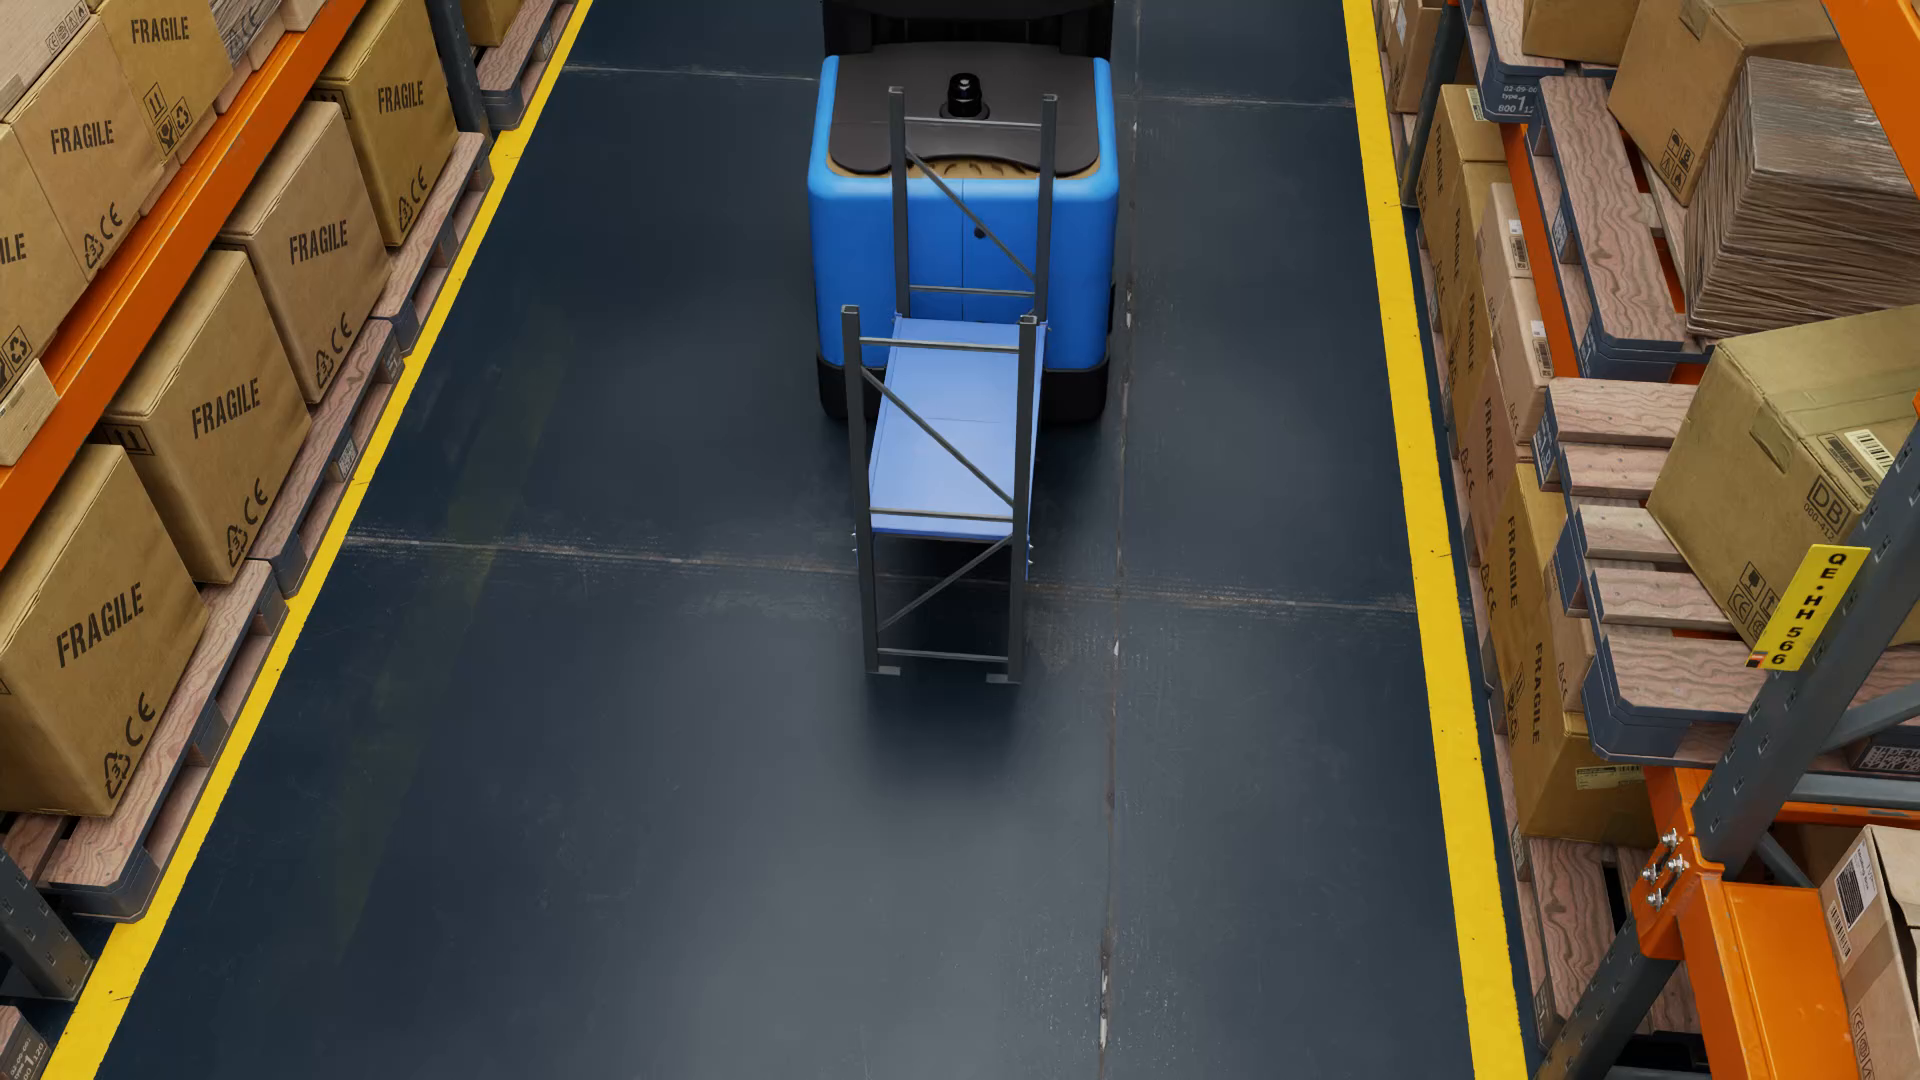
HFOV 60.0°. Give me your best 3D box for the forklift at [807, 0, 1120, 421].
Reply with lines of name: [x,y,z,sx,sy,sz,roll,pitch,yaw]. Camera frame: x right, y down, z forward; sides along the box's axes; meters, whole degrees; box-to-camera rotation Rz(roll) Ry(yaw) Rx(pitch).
forklift: [0.034,-2.496,6.046,1.130,2.935,3.031,1,48,1]

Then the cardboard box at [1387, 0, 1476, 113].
cardboard box: [2.139,-2.167,7.095,0.500,0.500,0.500,4,48,4]

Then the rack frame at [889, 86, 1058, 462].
rack frame: [0.039,-0.817,5.481,0.500,1.500,0.032,4,48,4]

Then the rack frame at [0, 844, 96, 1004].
rack frame: [-2.928,0.185,3.548,1.000,3.000,0.127,4,48,4]

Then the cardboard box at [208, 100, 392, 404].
cardboard box: [-2.571,-1.031,5.832,0.750,0.750,0.750,5,48,5]

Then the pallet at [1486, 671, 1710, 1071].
pallet: [2.111,0.910,4.774,1.003,0.211,1.213,4,48,4]

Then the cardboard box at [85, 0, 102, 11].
cardboard box: [-2.500,-1.664,4.448,0.500,0.250,0.500,3,48,3]

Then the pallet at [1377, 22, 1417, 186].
pallet: [2.433,-1.988,7.425,1.003,0.211,1.213,4,48,4]

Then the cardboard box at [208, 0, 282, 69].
cardboard box: [-2.445,-1.795,5.076,0.500,0.500,0.500,4,48,4]

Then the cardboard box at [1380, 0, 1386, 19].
cardboard box: [2.208,-2.654,7.669,0.500,0.311,0.500,4,48,4]

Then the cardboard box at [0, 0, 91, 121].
cardboard box: [-2.540,-1.288,4.104,0.500,0.250,0.500,4,48,4]

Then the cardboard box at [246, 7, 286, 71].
cardboard box: [-2.434,-1.661,5.393,0.380,0.149,0.250,4,48,4]

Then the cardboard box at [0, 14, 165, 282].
cardboard box: [-2.526,-1.045,4.390,0.500,0.500,0.500,4,48,3]

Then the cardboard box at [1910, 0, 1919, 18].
cardboard box: [2.012,-0.854,2.397,0.910,0.500,0.500,4,48,4]

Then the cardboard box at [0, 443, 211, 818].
cardboard box: [-2.730,0.237,4.673,0.750,0.750,0.750,3,48,3]

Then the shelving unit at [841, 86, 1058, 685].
shelving unit: [-0.008,-0.443,5.139,0.538,1.500,1.048,4,48,4]

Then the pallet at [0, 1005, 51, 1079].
pallet: [-3.001,1.700,4.052,1.003,0.211,1.213,4,48,4]

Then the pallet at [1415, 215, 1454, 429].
pallet: [2.333,-0.883,6.414,1.003,0.211,1.213,4,48,4]

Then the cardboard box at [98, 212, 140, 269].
cardboard box: [-2.578,-0.911,4.707,0.380,0.149,0.250,5,48,4]

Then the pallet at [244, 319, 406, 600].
pallet: [-2.667,-0.342,5.920,1.003,0.211,1.213,4,48,4]

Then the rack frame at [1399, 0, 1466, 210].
rack frame: [2.370,-2.424,5.934,1.000,3.000,0.127,4,48,4]

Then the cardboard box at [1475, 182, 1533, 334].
cardboard box: [1.992,-0.908,5.435,0.500,0.250,0.500,4,48,4]

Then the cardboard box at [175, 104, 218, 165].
cardboard box: [-2.508,-1.284,5.048,0.380,0.149,0.250,5,48,5]

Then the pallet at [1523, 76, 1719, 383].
pallet: [2.178,-0.849,4.624,1.003,0.211,1.213,4,48,4]

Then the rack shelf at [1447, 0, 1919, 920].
rack shelf: [2.188,-0.712,4.856,1.077,0.370,4.000,4,48,4]

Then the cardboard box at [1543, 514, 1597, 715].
cardboard box: [1.858,0.213,4.410,0.500,0.250,0.500,6,48,5]

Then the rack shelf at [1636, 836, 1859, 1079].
rack shelf: [1.823,2.228,2.167,1.077,0.370,4.000,4,48,4]

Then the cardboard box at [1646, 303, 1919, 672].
cardboard box: [1.950,-0.131,3.484,0.700,0.500,0.500,-11,48,-10]

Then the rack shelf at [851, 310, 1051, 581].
rack shelf: [-0.008,-0.322,5.272,0.538,0.185,1.000,4,48,4]

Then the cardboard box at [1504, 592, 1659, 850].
cardboard box: [1.857,0.507,4.649,0.500,0.500,0.500,6,48,5]

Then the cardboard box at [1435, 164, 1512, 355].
cardboard box: [2.046,-0.997,6.025,0.500,0.500,0.500,4,48,4]

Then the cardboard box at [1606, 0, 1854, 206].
cardboard box: [2.270,-1.297,4.551,0.700,0.500,0.500,-7,48,-6]

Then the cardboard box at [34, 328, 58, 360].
cardboard box: [-2.627,-0.531,4.359,0.380,0.149,0.250,3,48,3]

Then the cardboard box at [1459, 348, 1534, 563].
cardboard box: [1.946,-0.259,5.350,0.500,0.500,0.500,2,48,2]
